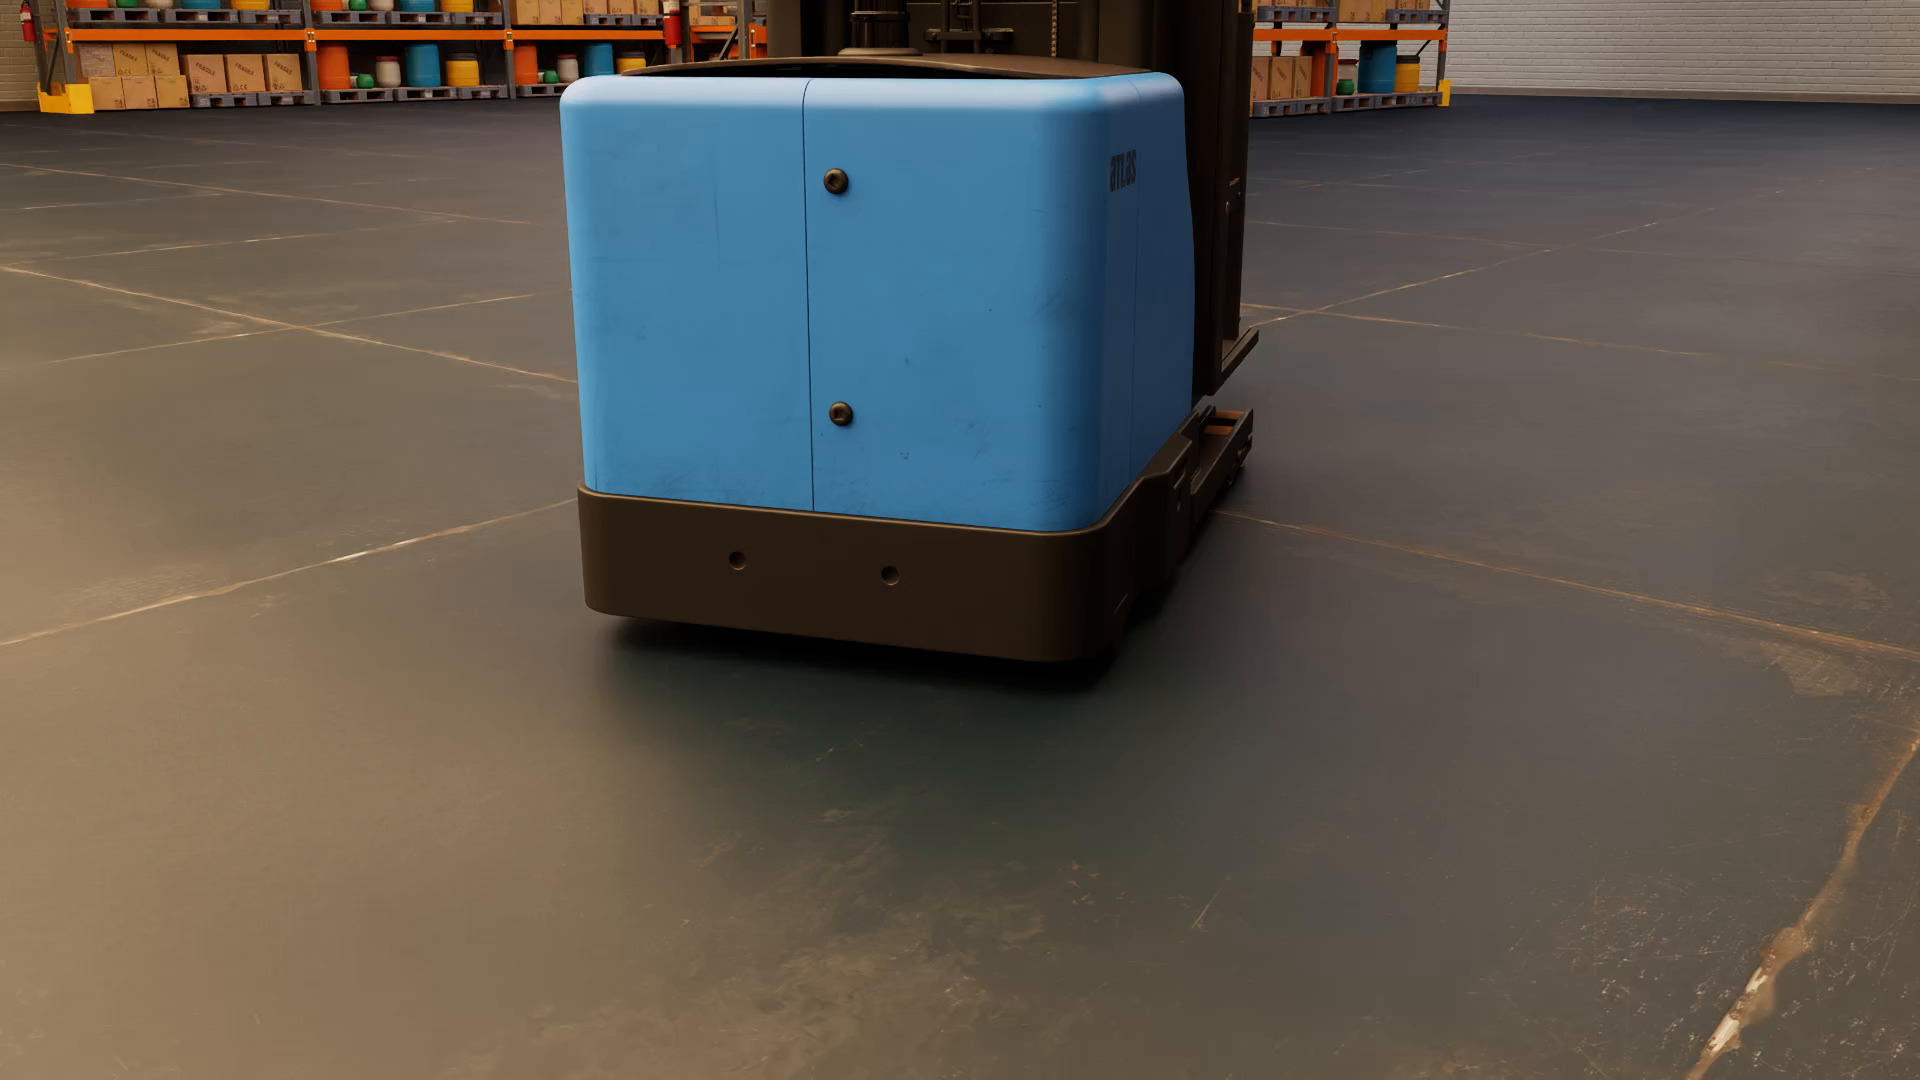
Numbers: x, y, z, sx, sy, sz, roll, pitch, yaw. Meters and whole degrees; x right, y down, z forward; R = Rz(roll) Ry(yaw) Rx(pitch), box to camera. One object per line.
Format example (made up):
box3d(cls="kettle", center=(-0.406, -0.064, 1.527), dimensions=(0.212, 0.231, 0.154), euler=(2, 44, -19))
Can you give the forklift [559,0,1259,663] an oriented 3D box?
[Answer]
box3d(cls="forklift", center=(0.182, -1.571, 4.072), dimensions=(1.130, 2.935, 3.031), euler=(5, 18, 17))
